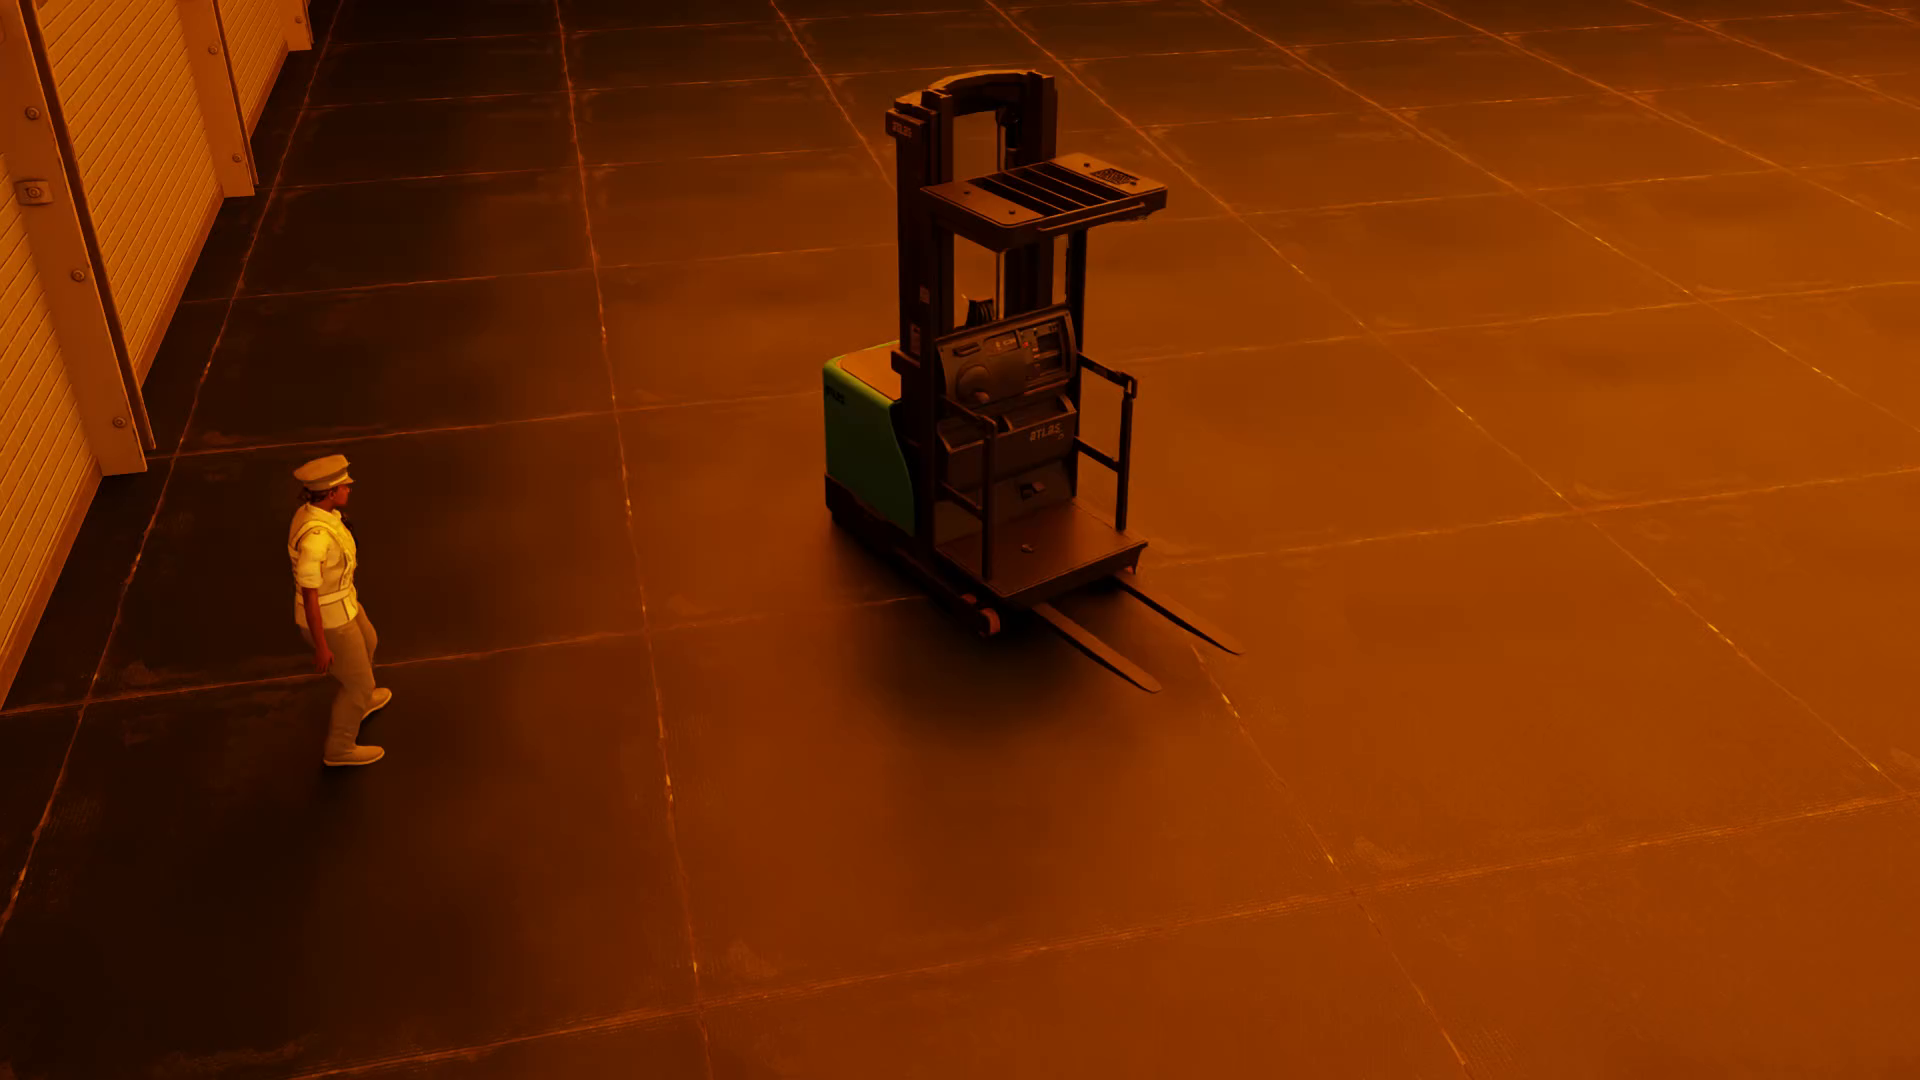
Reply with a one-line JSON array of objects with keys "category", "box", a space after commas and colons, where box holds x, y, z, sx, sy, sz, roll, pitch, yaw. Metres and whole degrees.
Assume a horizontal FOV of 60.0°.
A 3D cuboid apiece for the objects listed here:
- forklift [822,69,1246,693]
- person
[{"category": "forklift", "box": [0.399, -0.990, 9.285, 1.130, 2.935, 3.031, -20, 35, -30]}, {"category": "person", "box": [-3.108, 0.352, 8.284, 0.409, 1.631, 0.796, -10, 32, -17]}]
